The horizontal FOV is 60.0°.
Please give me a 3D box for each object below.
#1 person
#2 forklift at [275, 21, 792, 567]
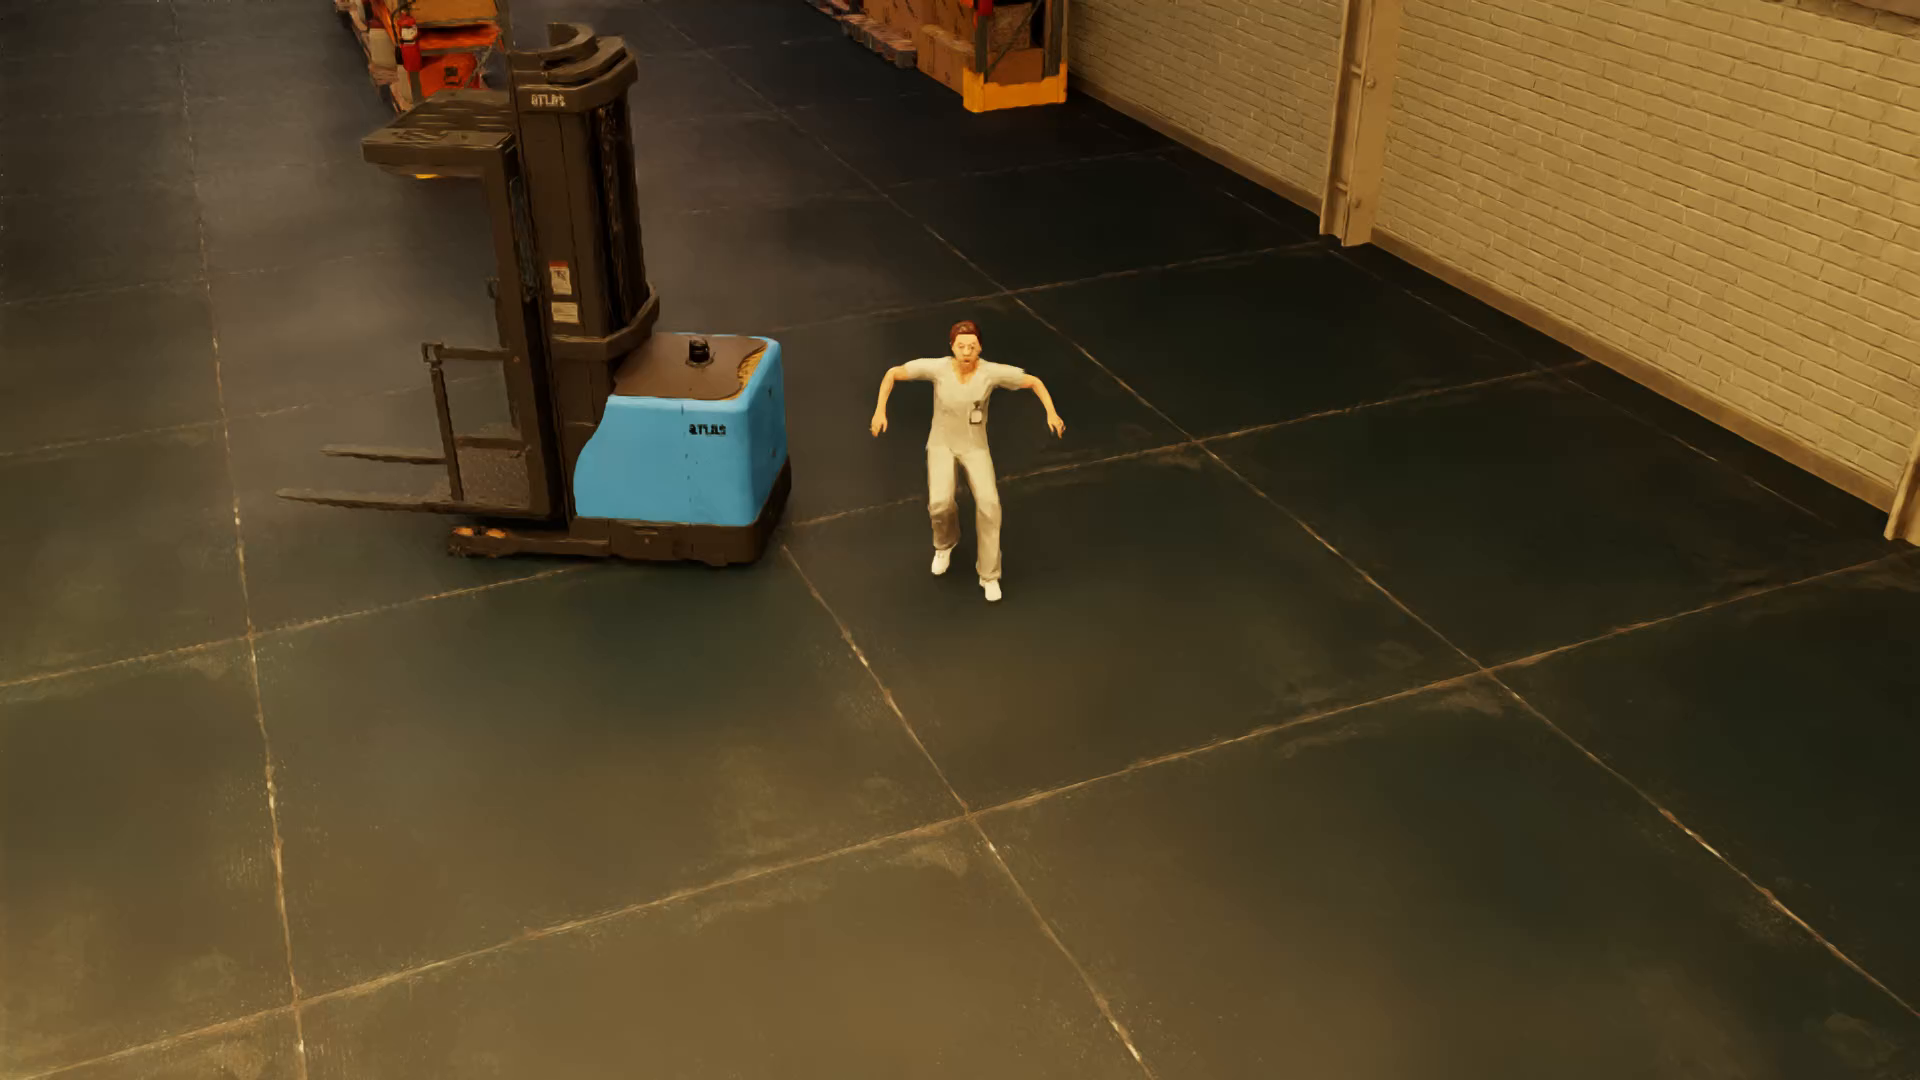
[{"bbox_3d":[0.045,-0.457,9.381,1.082,1.481,0.800,-3,30,-5],"label":"person"},{"bbox_3d":[-2.621,-1.424,9.610,3.031,2.935,1.130,4,30,6],"label":"forklift"}]
